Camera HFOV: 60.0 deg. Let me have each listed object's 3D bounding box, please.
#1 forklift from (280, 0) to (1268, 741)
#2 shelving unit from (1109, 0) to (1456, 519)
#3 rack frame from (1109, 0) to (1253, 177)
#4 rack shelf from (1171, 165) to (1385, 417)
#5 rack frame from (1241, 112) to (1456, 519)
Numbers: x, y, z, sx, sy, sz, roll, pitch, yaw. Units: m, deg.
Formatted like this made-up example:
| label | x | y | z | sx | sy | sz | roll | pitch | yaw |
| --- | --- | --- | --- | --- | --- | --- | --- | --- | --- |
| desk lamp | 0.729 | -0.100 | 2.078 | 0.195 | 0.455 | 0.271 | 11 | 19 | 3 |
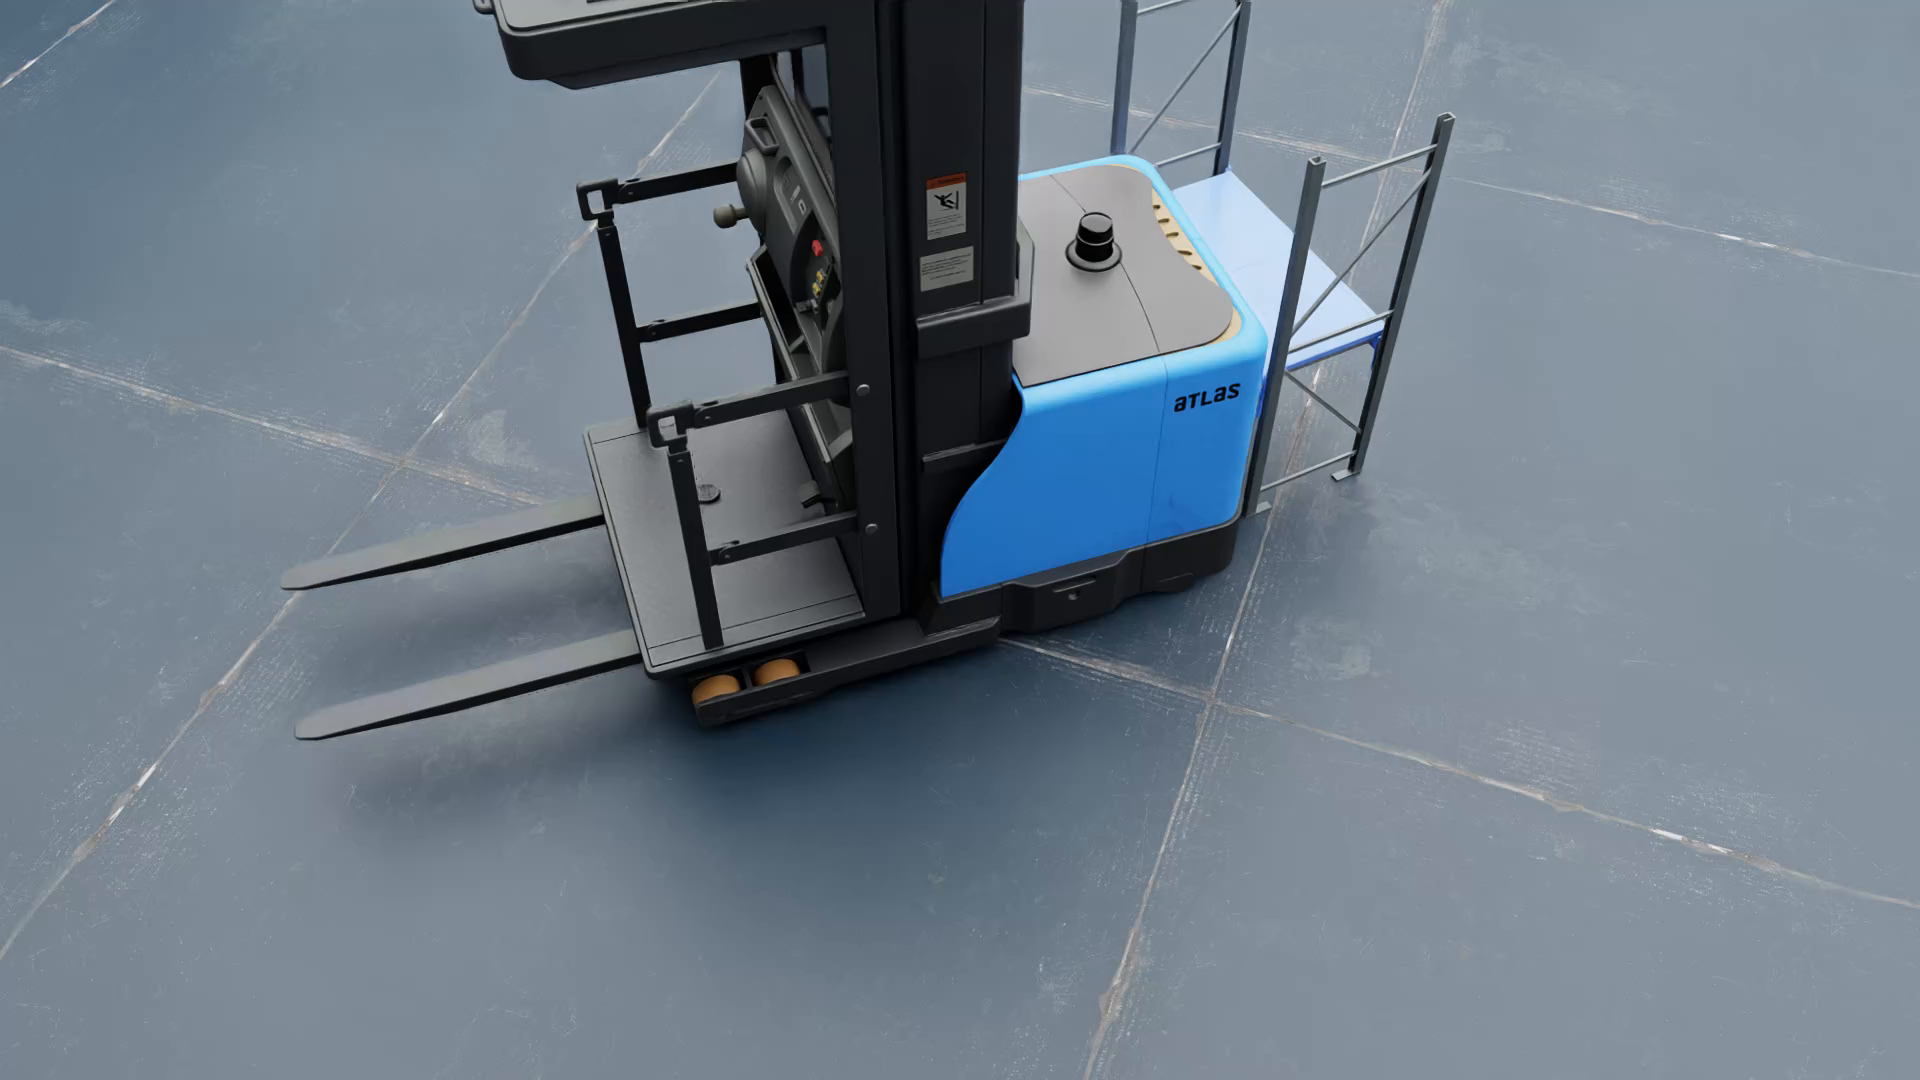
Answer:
| label | x | y | z | sx | sy | sz | roll | pitch | yaw |
| --- | --- | --- | --- | --- | --- | --- | --- | --- | --- |
| forklift | -0.651 | -0.831 | 4.530 | 3.031 | 2.935 | 1.130 | -14 | 51 | -12 |
| shelving unit | 0.980 | -1.003 | 5.627 | 0.538 | 1.500 | 1.048 | -21 | 52 | -17 |
| rack frame | 0.748 | -1.345 | 5.923 | 0.500 | 1.500 | 0.032 | -21 | 52 | -17 |
| rack shelf | 0.980 | -0.885 | 5.763 | 0.538 | 0.185 | 1.000 | -21 | 52 | -17 |
| rack frame | 1.212 | -0.661 | 5.331 | 0.500 | 1.500 | 0.032 | -21 | 52 | -17 |
